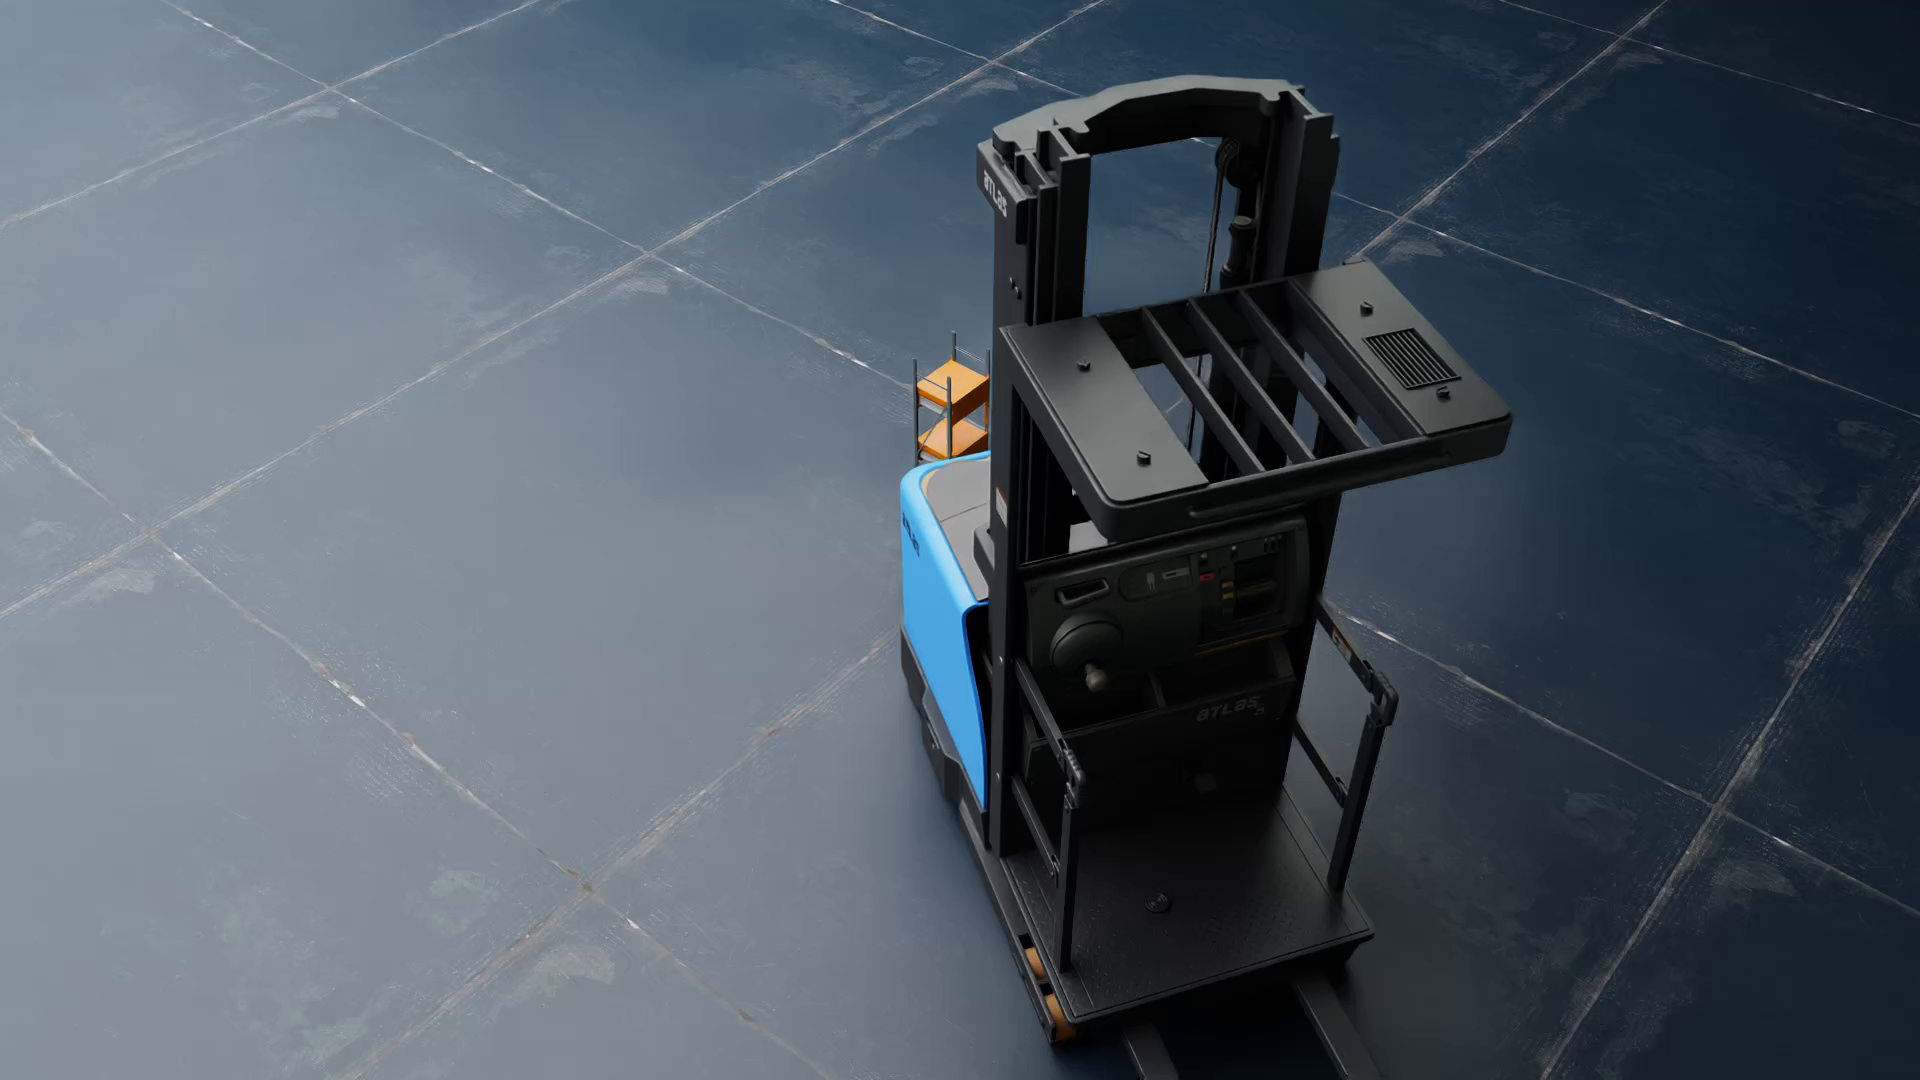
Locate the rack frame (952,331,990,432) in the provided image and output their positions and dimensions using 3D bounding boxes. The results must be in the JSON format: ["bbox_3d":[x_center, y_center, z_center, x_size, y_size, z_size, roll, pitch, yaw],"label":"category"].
[{"bbox_3d":[0.044,-0.424,7.118,0.200,1.050,0.008,29,50,28],"label":"rack frame"}]

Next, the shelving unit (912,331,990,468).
[{"bbox_3d":[-0.034,-0.361,7.049,0.215,1.050,0.252,29,50,28],"label":"shelving unit"}]

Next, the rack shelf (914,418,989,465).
[{"bbox_3d":[-0.034,-0.353,7.056,0.215,0.259,0.240,29,50,28],"label":"rack shelf"}]

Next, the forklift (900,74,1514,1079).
[{"bbox_3d":[0.712,0.284,4.941,1.130,2.935,3.031,-13,44,-14],"label":"forklift"}]

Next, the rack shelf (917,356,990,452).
[{"bbox_3d":[-0.034,-0.563,6.865,0.215,0.259,0.240,29,50,28],"label":"rack shelf"}]

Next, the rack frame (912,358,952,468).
[{"bbox_3d":[-0.113,-0.298,6.980,0.200,1.050,0.008,29,50,28],"label":"rack frame"}]
